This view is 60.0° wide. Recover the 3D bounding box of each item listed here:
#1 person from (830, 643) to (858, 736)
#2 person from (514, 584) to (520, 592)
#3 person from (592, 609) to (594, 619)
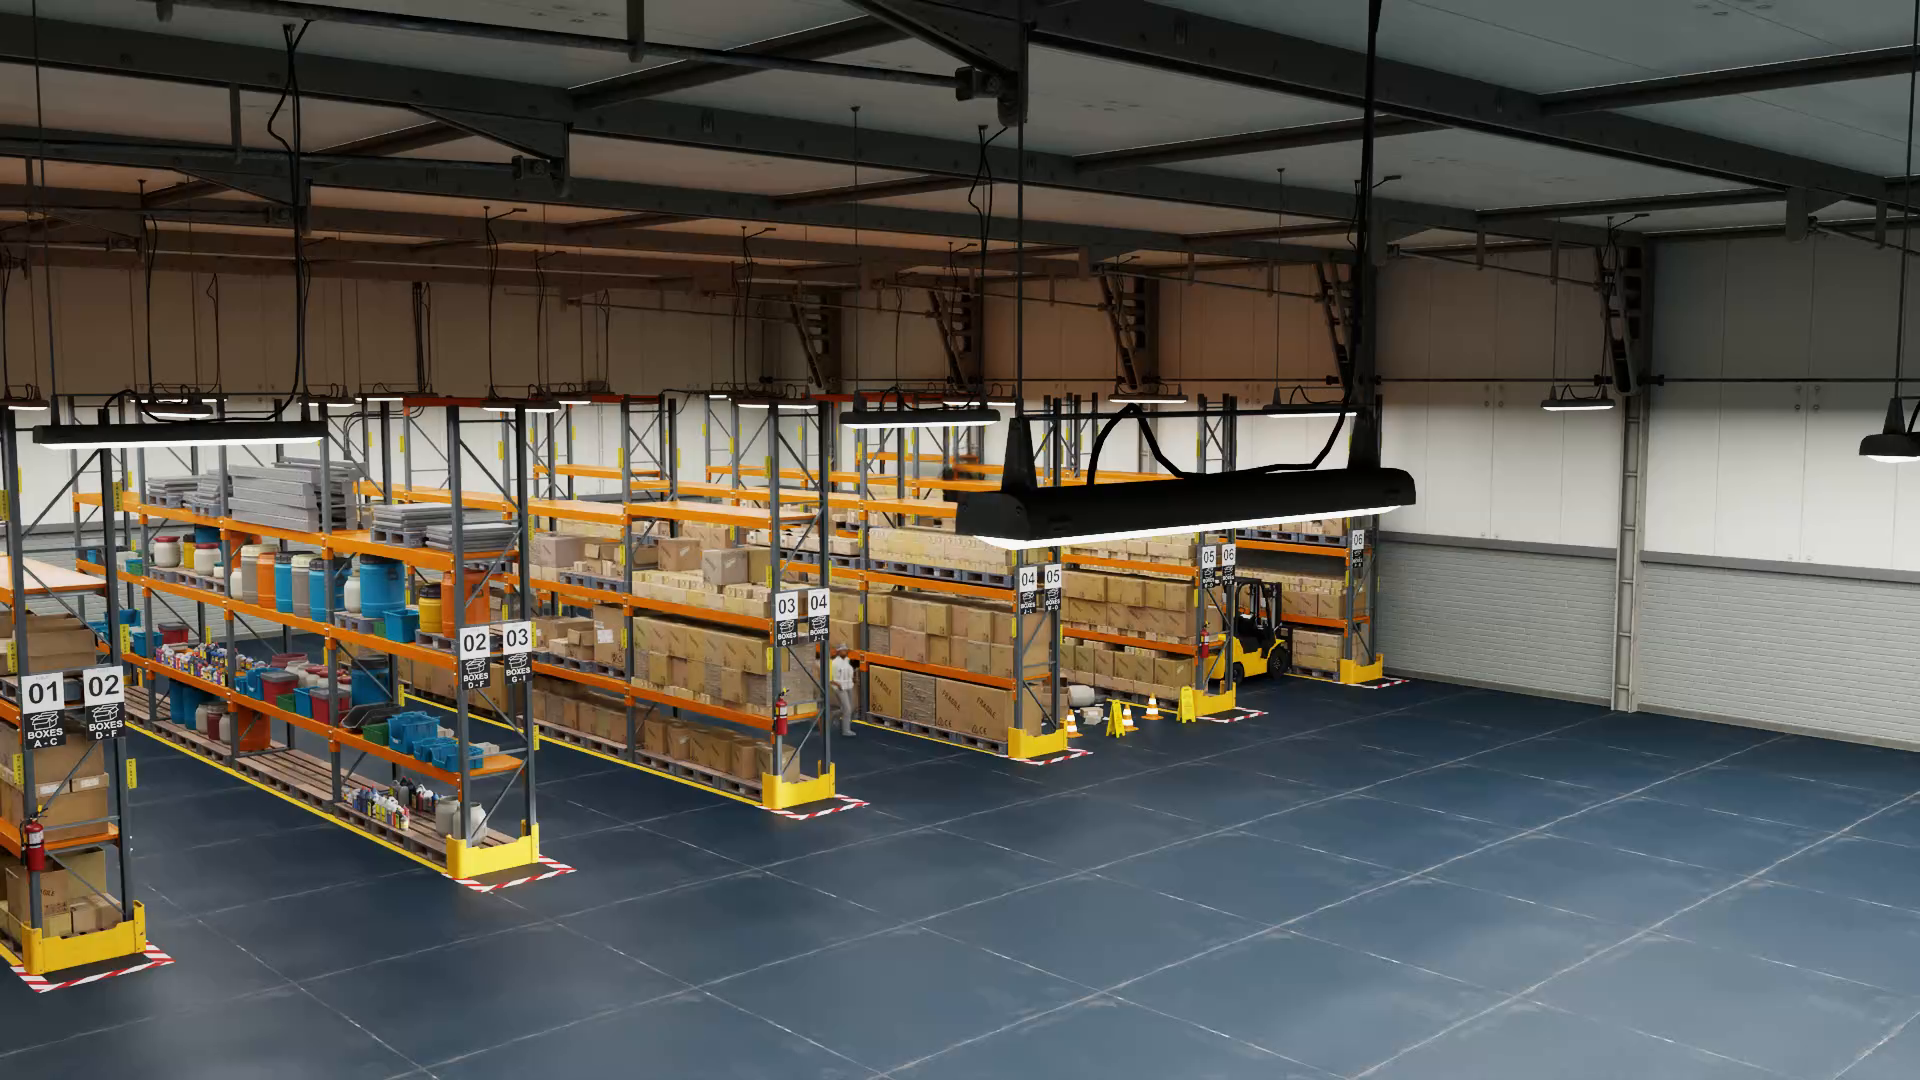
[{"bbox_3d":[-2.100,2.642,29.628,0.659,1.655,0.580,5,7,41],"label":"person"},{"bbox_3d":[-10.729,1.608,39.833,0.671,1.756,0.633,3,6,24],"label":"person"},{"bbox_3d":[-9.090,1.374,42.096,0.989,1.789,0.670,-5,7,-42],"label":"person"}]
